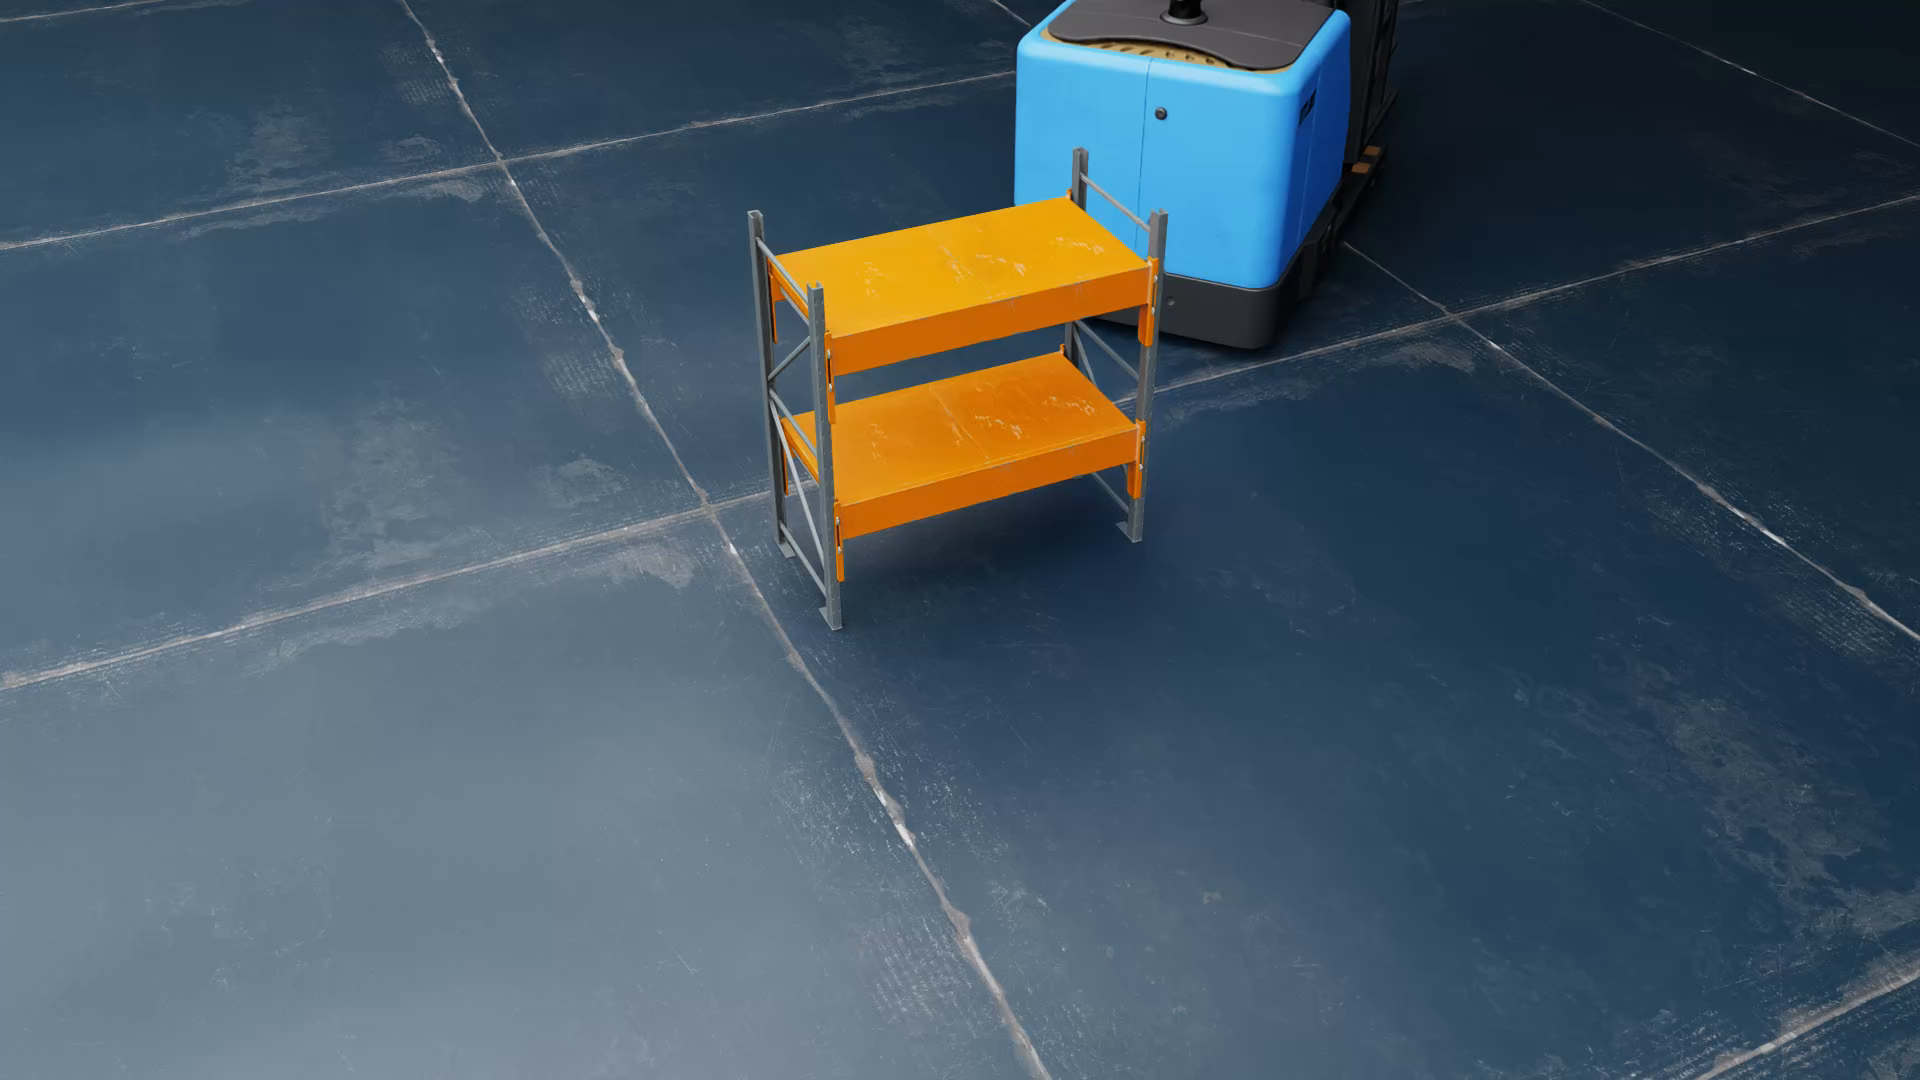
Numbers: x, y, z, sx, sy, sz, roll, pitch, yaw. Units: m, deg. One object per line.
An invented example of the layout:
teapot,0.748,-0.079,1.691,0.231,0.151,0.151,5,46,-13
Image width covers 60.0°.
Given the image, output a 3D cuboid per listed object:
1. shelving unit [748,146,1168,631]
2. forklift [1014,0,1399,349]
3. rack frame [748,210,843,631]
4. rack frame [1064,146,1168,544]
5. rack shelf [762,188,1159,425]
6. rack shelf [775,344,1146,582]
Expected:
shelving unit,-0.006,-0.450,4.913,1.048,1.125,0.538,-16,39,-20
forklift,1.245,-2.747,6.493,1.130,2.935,3.031,15,39,19
rack frame,-0.466,-0.321,4.739,0.032,1.125,0.500,-16,39,-20
rack frame,0.454,-0.579,5.086,0.032,1.125,0.500,-16,39,-20
rack shelf,-0.006,-0.685,4.738,1.000,0.278,0.538,-16,39,-20
rack shelf,-0.006,-0.254,5.058,1.000,0.278,0.538,-16,39,-20
